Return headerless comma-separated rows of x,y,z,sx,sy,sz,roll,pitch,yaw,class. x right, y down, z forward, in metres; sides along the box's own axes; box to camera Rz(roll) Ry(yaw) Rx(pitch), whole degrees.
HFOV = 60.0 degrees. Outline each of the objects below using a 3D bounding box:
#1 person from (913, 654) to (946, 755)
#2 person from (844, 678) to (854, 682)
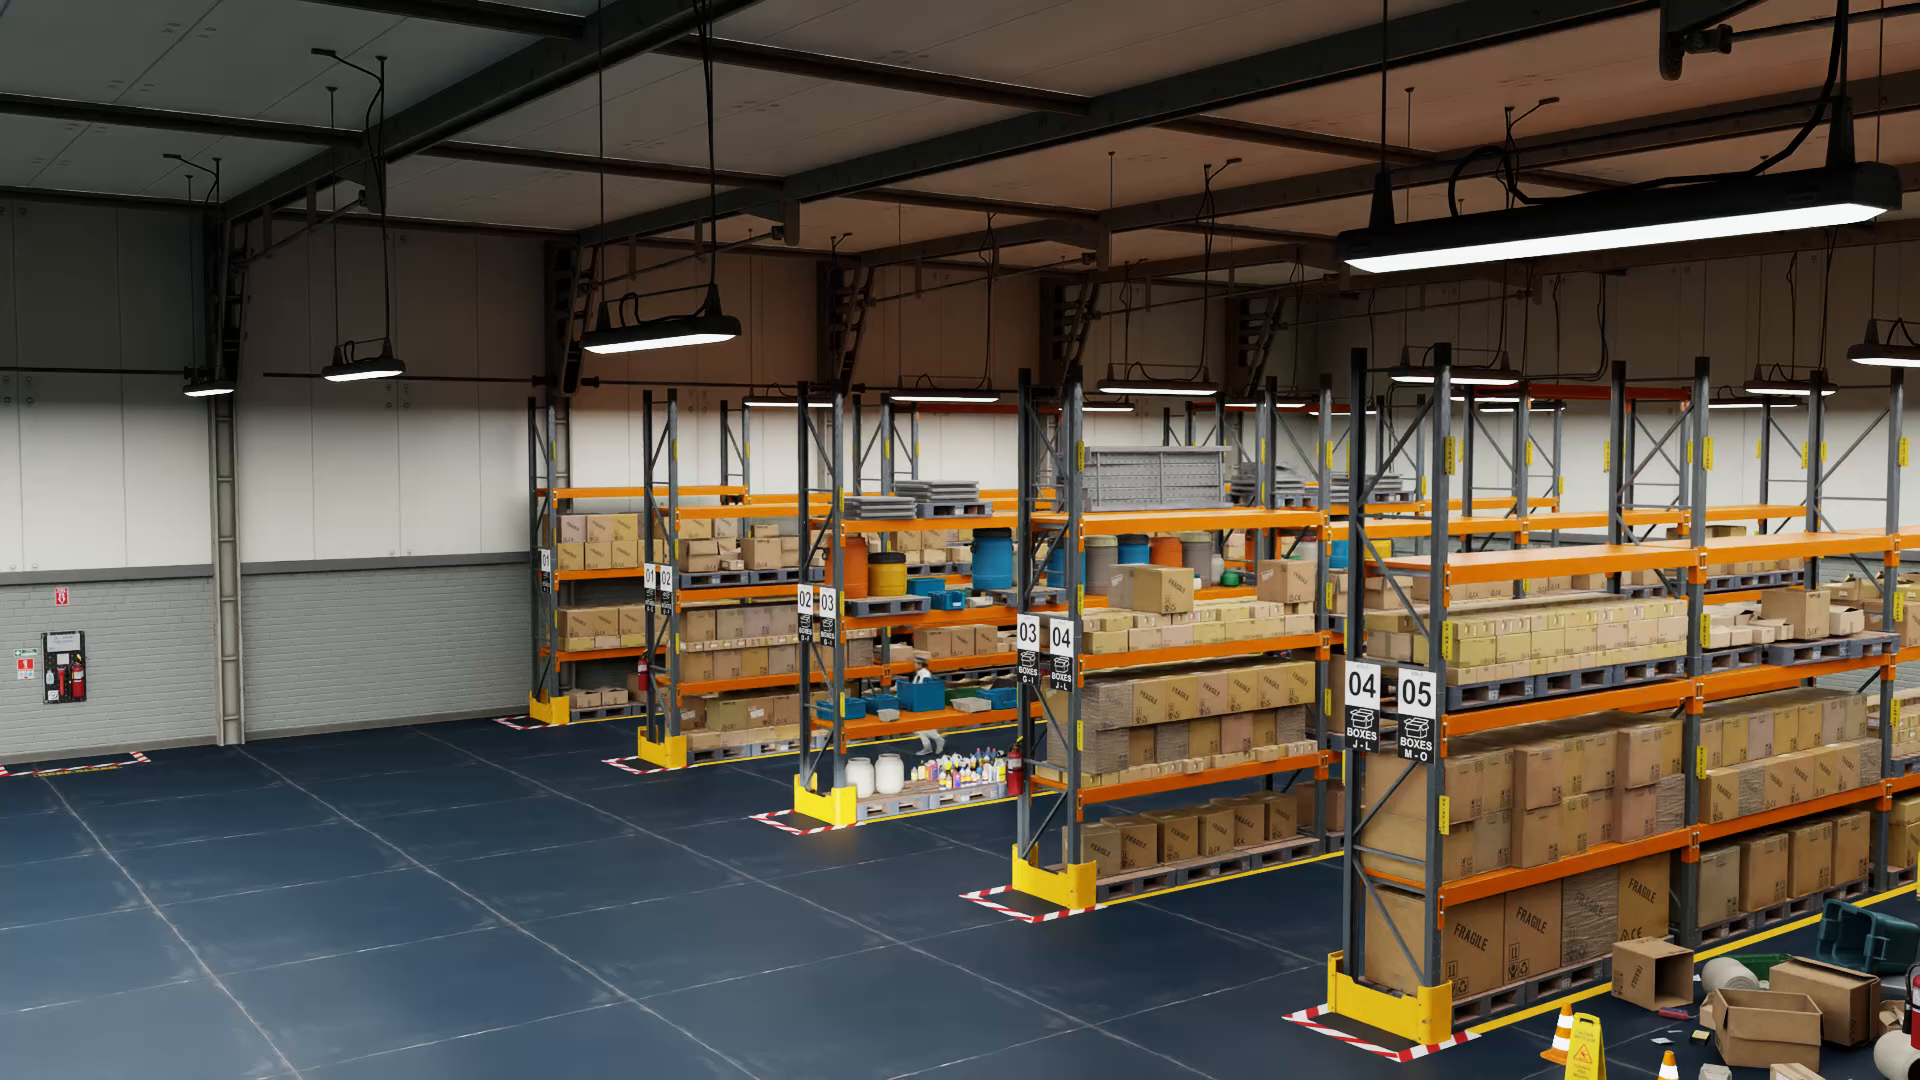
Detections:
-0.515,2.719,27.507,0.497,1.659,0.566,-1,4,-16,person
-2.279,2.334,32.882,0.475,1.755,0.607,-1,4,-20,person
